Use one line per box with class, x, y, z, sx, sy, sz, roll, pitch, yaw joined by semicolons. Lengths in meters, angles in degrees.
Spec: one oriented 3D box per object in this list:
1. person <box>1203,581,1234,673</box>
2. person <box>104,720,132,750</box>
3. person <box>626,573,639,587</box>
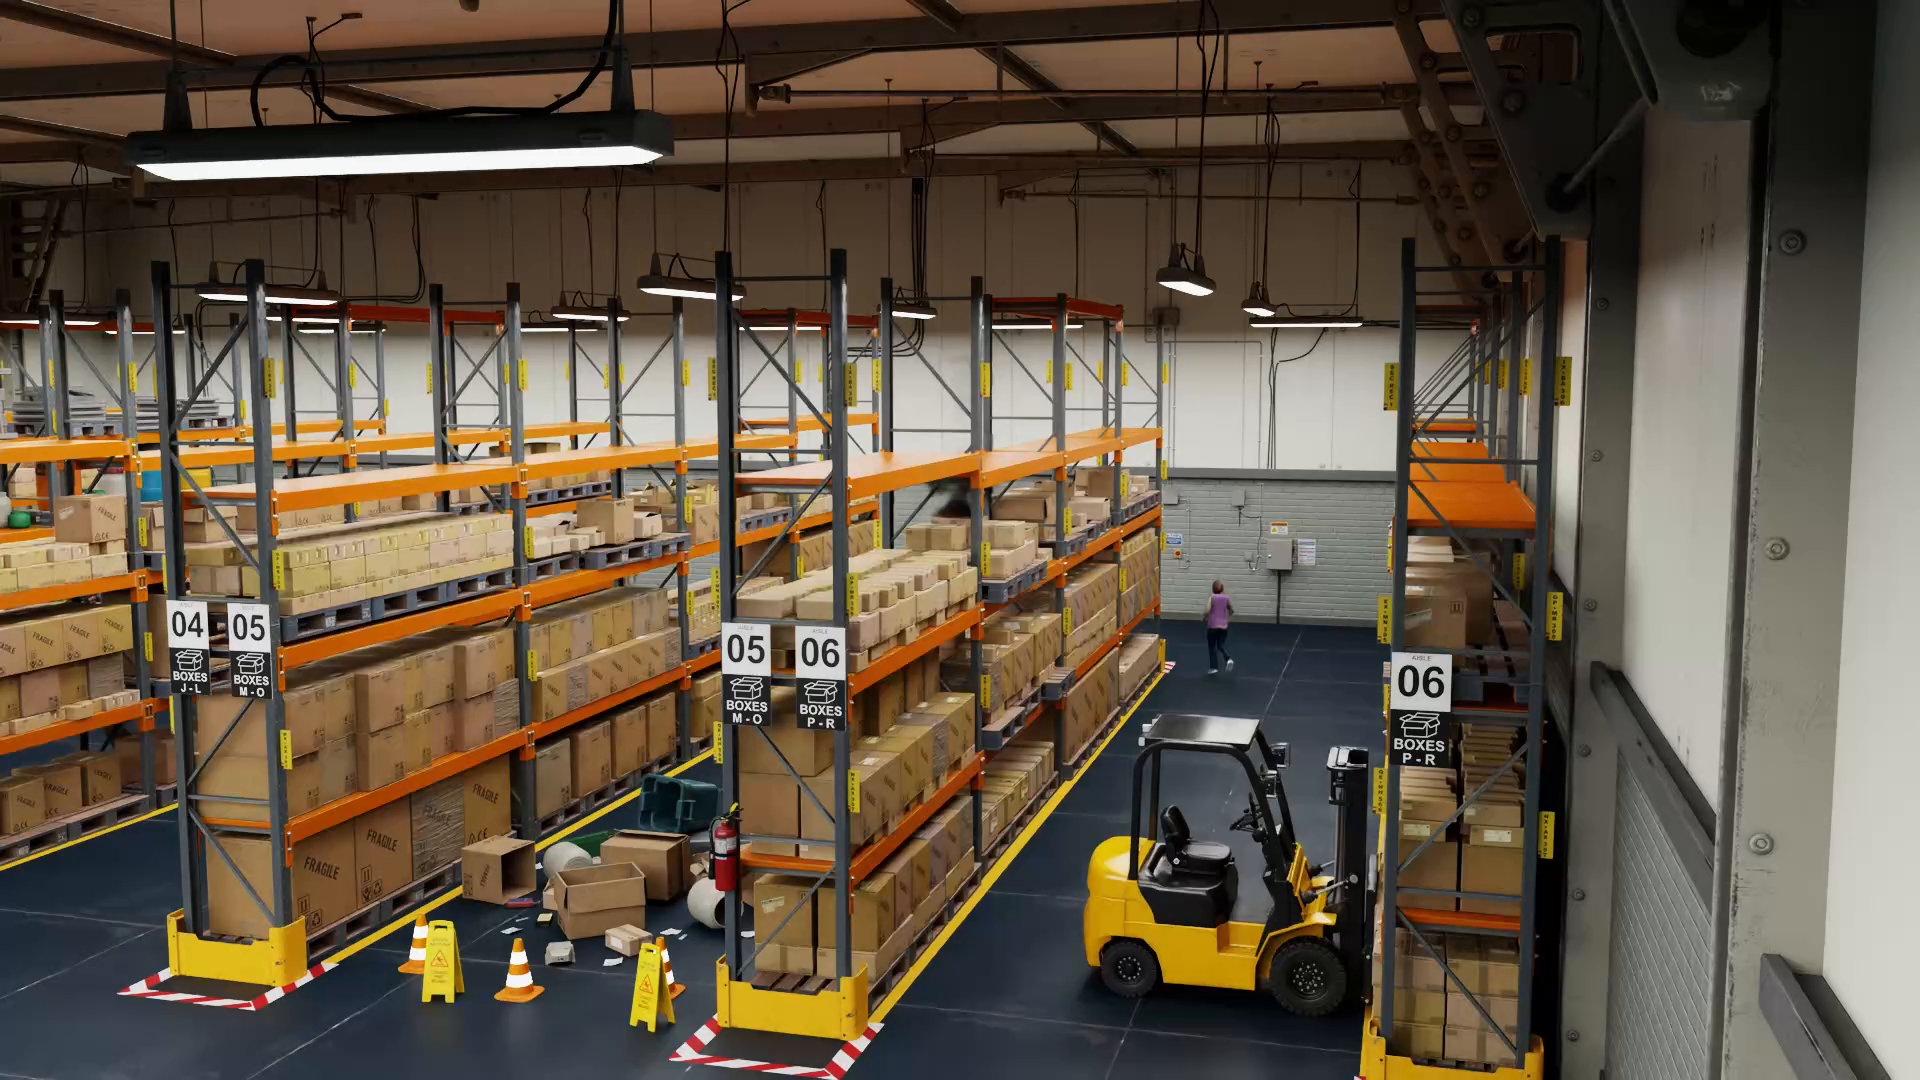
person;4.290;1.473;27.592;0.567;1.599;0.698;-2;6;-17
person;-10.770;2.054;21.173;0.698;1.735;0.633;1;6;11
person;-6.550;0.889;32.607;0.624;1.749;0.683;-5;8;-40
